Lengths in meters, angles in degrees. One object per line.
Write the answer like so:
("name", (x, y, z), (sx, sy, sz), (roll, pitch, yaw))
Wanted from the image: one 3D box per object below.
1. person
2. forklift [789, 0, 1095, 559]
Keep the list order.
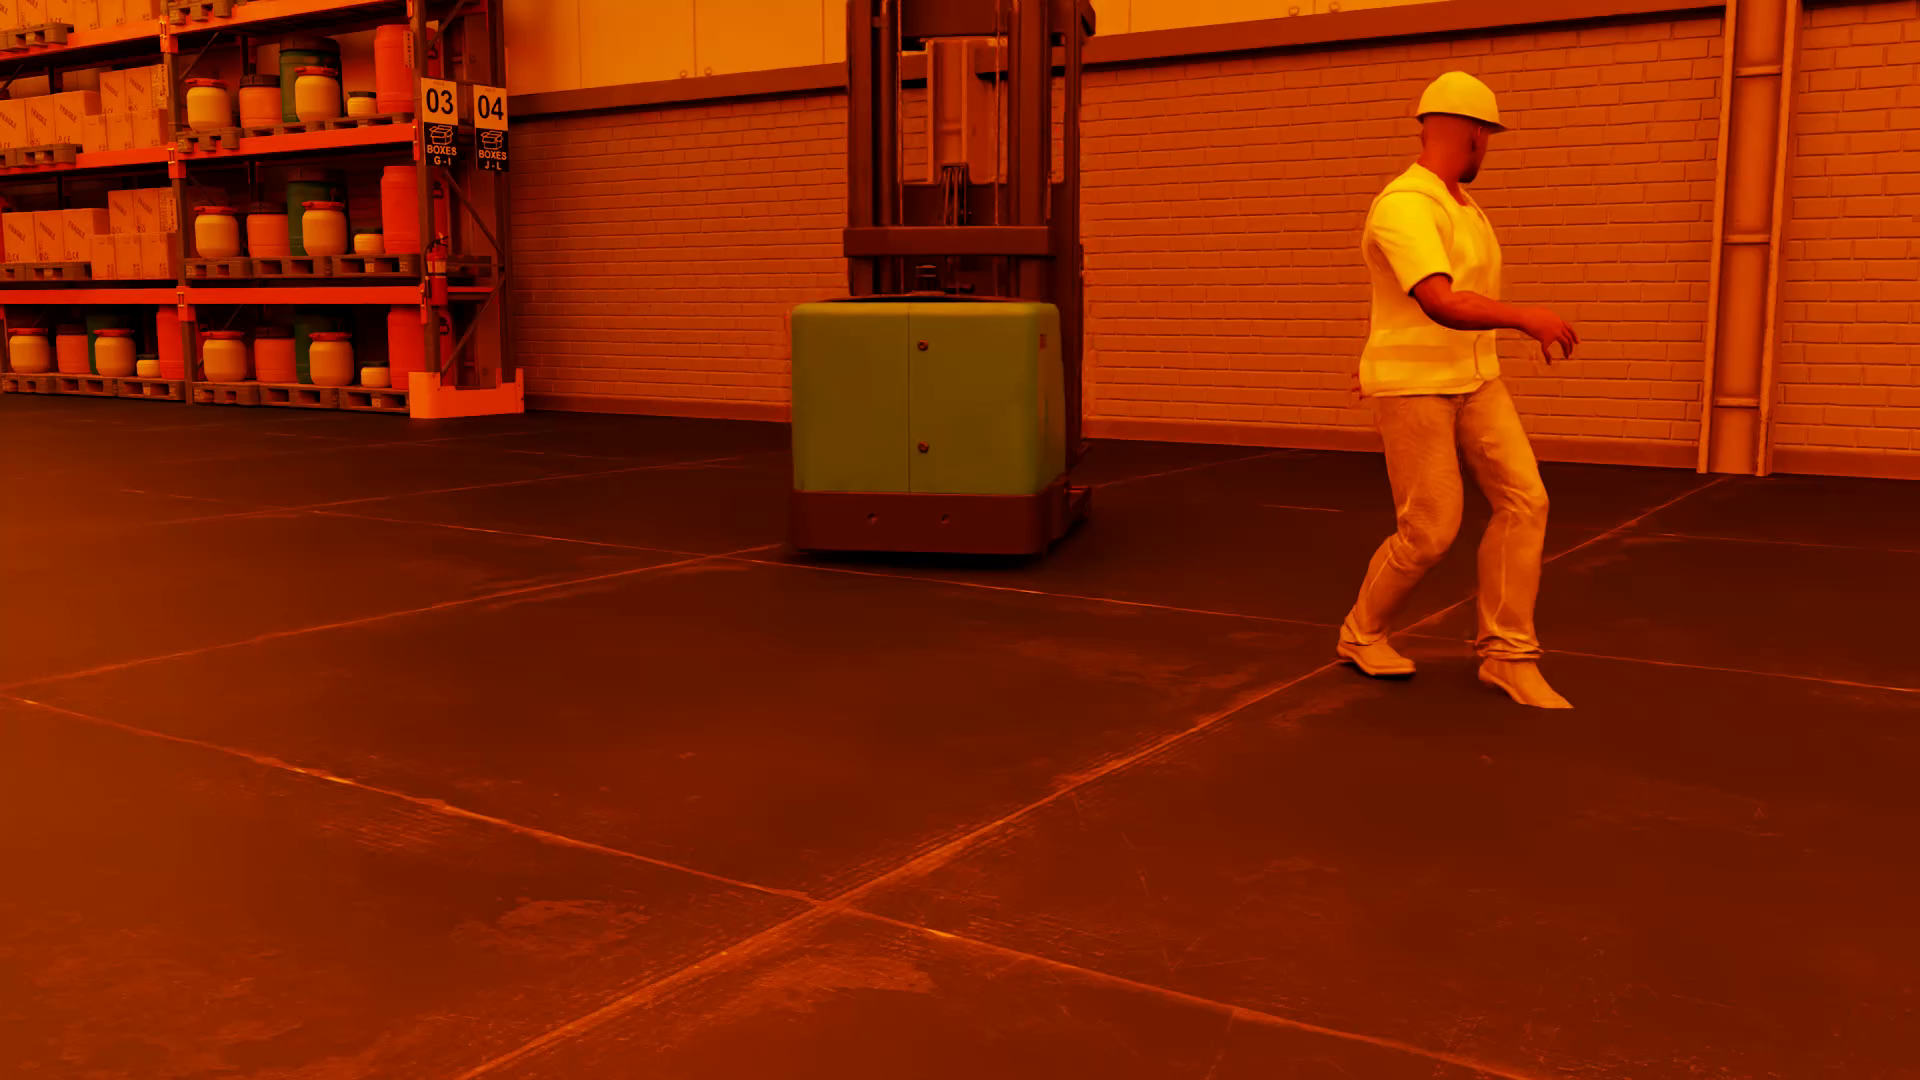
("person", (1.339, -0.418, 4.669), (0.604, 1.738, 0.936), (-6, 10, -38))
("forklift", (0.059, -1.540, 8.023), (1.130, 2.935, 3.031), (1, 8, 10))
